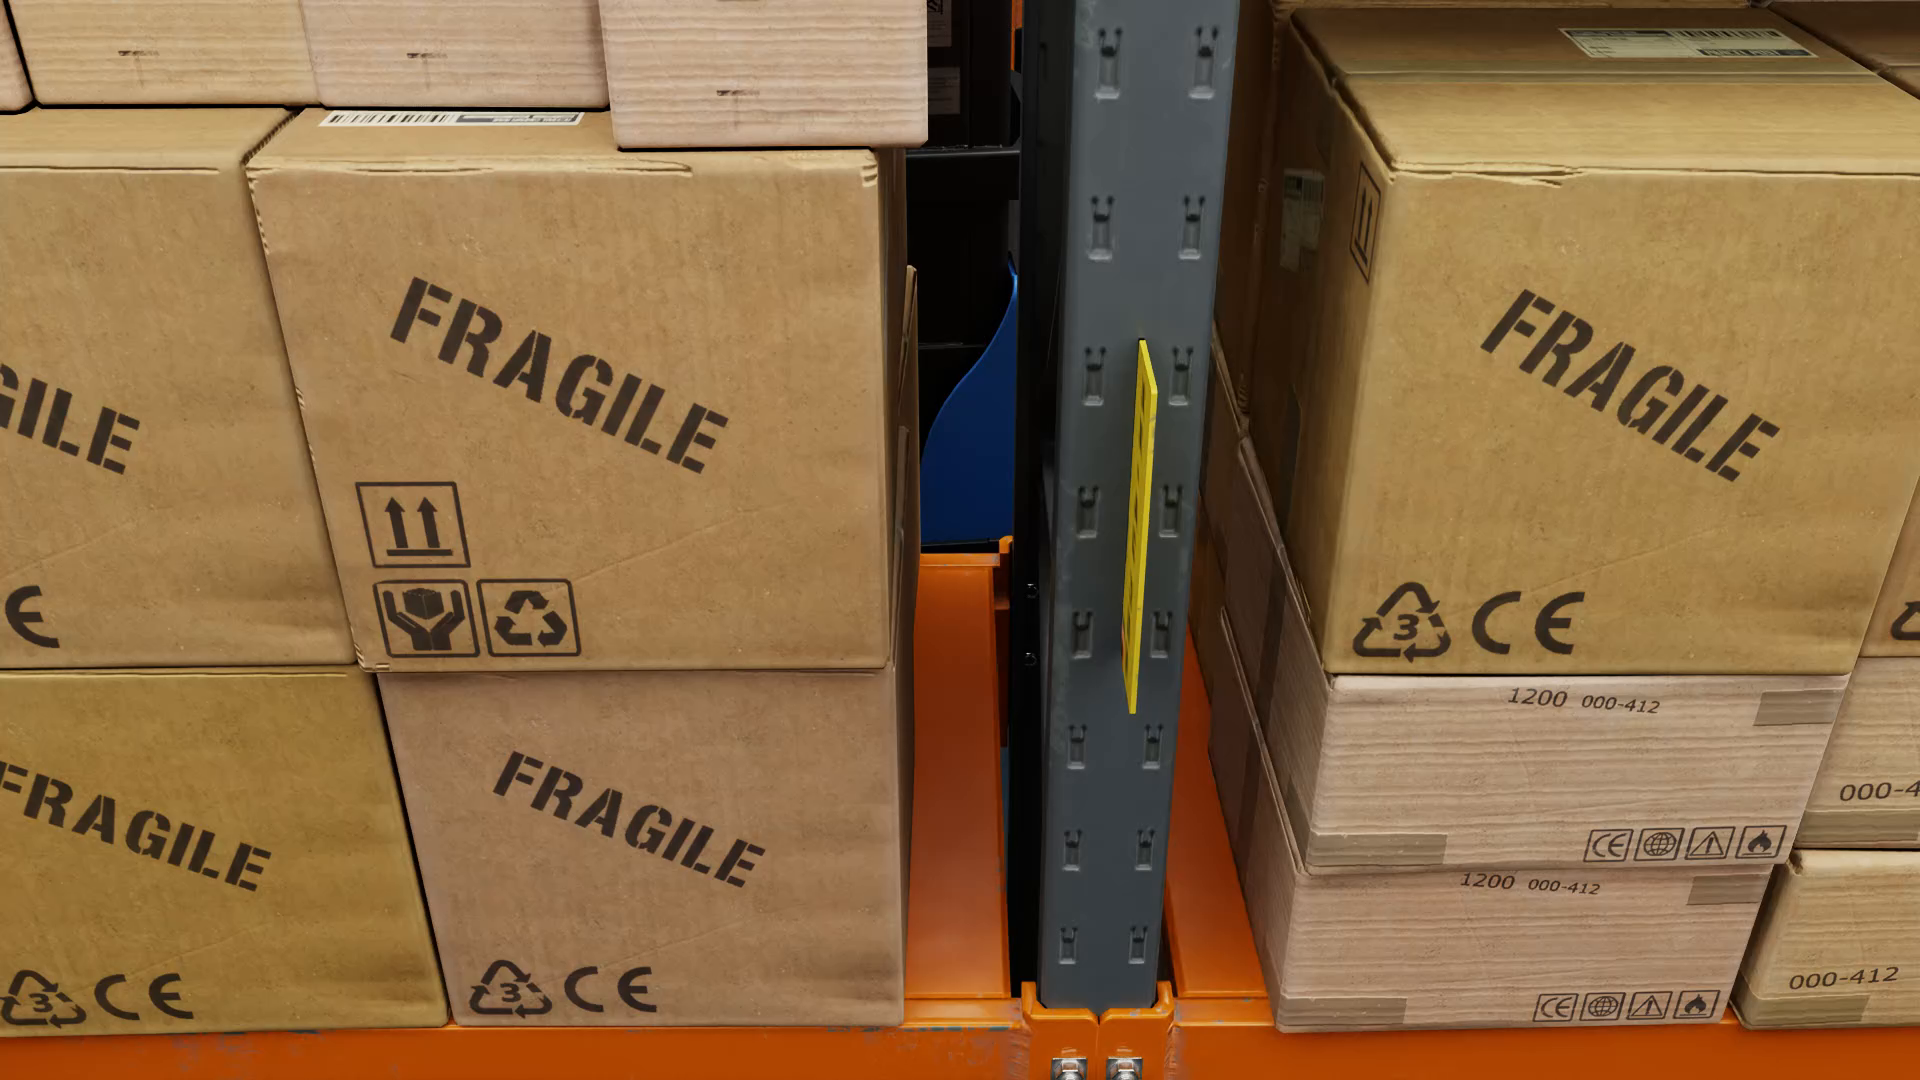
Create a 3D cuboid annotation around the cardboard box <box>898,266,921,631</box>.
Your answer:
[{"bbox_3d":[-0.320,-0.067,2.373,0.500,0.500,0.500,1,31,1],"label":"cardboard box"}]

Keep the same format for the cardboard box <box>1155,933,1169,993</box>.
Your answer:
[{"bbox_3d":[0.770,0.795,2.691,0.875,0.875,0.875,1,31,1],"label":"cardboard box"}]

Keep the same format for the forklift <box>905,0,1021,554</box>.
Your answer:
[{"bbox_3d":[-0.622,-1.217,4.431,3.031,2.935,1.130,-3,31,-5],"label":"forklift"}]

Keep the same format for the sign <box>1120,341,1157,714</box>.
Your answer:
[{"bbox_3d":[0.155,-0.006,1.457,0.005,0.325,0.100,0,31,0],"label":"sign"}]

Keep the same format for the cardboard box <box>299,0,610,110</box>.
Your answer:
[{"bbox_3d":[-0.420,-0.527,1.541,0.250,0.149,0.380,1,31,1],"label":"cardboard box"}]

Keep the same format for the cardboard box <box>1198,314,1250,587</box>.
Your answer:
[{"bbox_3d":[0.590,-0.167,2.296,0.500,0.250,0.500,0,31,0],"label":"cardboard box"}]

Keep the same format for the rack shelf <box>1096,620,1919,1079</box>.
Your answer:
[{"bbox_3d":[2.150,0.411,2.374,4.000,0.370,1.077,0,31,0],"label":"rack shelf"}]

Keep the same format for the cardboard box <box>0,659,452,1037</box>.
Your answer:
[{"bbox_3d":[-0.826,0.206,1.923,0.500,0.500,0.500,-1,31,-2],"label":"cardboard box"}]

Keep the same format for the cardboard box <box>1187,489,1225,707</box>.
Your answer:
[{"bbox_3d":[0.598,0.042,2.434,0.500,0.250,0.500,-1,31,-1],"label":"cardboard box"}]

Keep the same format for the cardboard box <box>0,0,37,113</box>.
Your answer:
[{"bbox_3d":[-0.922,-0.521,1.532,0.250,0.149,0.380,0,31,-1],"label":"cardboard box"}]

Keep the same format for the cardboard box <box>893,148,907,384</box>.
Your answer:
[{"bbox_3d":[-0.327,-0.484,2.096,0.500,0.500,0.500,0,31,0],"label":"cardboard box"}]

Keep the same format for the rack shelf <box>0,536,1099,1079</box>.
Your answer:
[{"bbox_3d":[-1.849,0.424,2.353,4.000,0.370,1.077,0,31,0],"label":"rack shelf"}]

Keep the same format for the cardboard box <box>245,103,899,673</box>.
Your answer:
[{"bbox_3d":[-0.320,-0.216,1.653,0.500,0.500,0.500,0,31,-1],"label":"cardboard box"}]

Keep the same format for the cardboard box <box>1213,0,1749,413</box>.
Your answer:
[{"bbox_3d":[0.596,-0.492,2.109,0.500,0.500,0.500,1,31,1],"label":"cardboard box"}]

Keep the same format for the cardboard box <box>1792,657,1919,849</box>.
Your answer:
[{"bbox_3d":[1.113,0.089,1.874,0.500,0.250,0.500,0,31,0],"label":"cardboard box"}]

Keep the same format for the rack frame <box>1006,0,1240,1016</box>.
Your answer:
[{"bbox_3d":[0.150,0.108,2.180,0.053,2.616,0.949,0,31,0],"label":"rack frame"}]

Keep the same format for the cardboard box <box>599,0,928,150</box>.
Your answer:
[{"bbox_3d":[-0.156,-0.472,1.450,0.250,0.149,0.380,-1,31,-1],"label":"cardboard box"}]

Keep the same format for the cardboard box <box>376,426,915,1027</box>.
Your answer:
[{"bbox_3d":[-0.312,0.201,1.930,0.500,0.500,0.500,0,31,0],"label":"cardboard box"}]

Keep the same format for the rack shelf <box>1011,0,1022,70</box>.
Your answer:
[{"bbox_3d":[2.117,-2.163,6.618,4.000,0.370,1.077,0,31,0],"label":"rack shelf"}]

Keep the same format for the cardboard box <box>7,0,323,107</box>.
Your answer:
[{"bbox_3d":[-0.669,-0.531,1.548,0.250,0.149,0.380,0,31,0],"label":"cardboard box"}]

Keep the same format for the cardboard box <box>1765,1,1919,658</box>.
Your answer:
[{"bbox_3d":[1.101,-0.228,1.675,0.500,0.500,0.500,0,31,-1],"label":"cardboard box"}]

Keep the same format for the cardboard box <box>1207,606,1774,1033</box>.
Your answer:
[{"bbox_3d":[0.592,0.310,1.993,0.500,0.250,0.500,-1,31,-1],"label":"cardboard box"}]

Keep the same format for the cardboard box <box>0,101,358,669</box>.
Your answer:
[{"bbox_3d":[-0.827,-0.218,1.658,0.500,0.500,0.500,-1,31,-1],"label":"cardboard box"}]

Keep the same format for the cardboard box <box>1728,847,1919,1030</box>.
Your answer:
[{"bbox_3d":[1.110,0.307,1.996,0.500,0.250,0.500,-1,31,-2],"label":"cardboard box"}]

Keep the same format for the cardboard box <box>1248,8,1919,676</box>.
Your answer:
[{"bbox_3d":[0.592,-0.213,1.648,0.500,0.500,0.500,0,31,0],"label":"cardboard box"}]

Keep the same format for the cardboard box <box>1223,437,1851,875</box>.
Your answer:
[{"bbox_3d":[0.592,0.105,1.847,0.500,0.250,0.500,-1,31,-2],"label":"cardboard box"}]

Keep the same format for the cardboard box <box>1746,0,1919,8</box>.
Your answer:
[{"bbox_3d":[1.113,-0.497,2.118,0.500,0.500,0.500,0,31,1],"label":"cardboard box"}]
